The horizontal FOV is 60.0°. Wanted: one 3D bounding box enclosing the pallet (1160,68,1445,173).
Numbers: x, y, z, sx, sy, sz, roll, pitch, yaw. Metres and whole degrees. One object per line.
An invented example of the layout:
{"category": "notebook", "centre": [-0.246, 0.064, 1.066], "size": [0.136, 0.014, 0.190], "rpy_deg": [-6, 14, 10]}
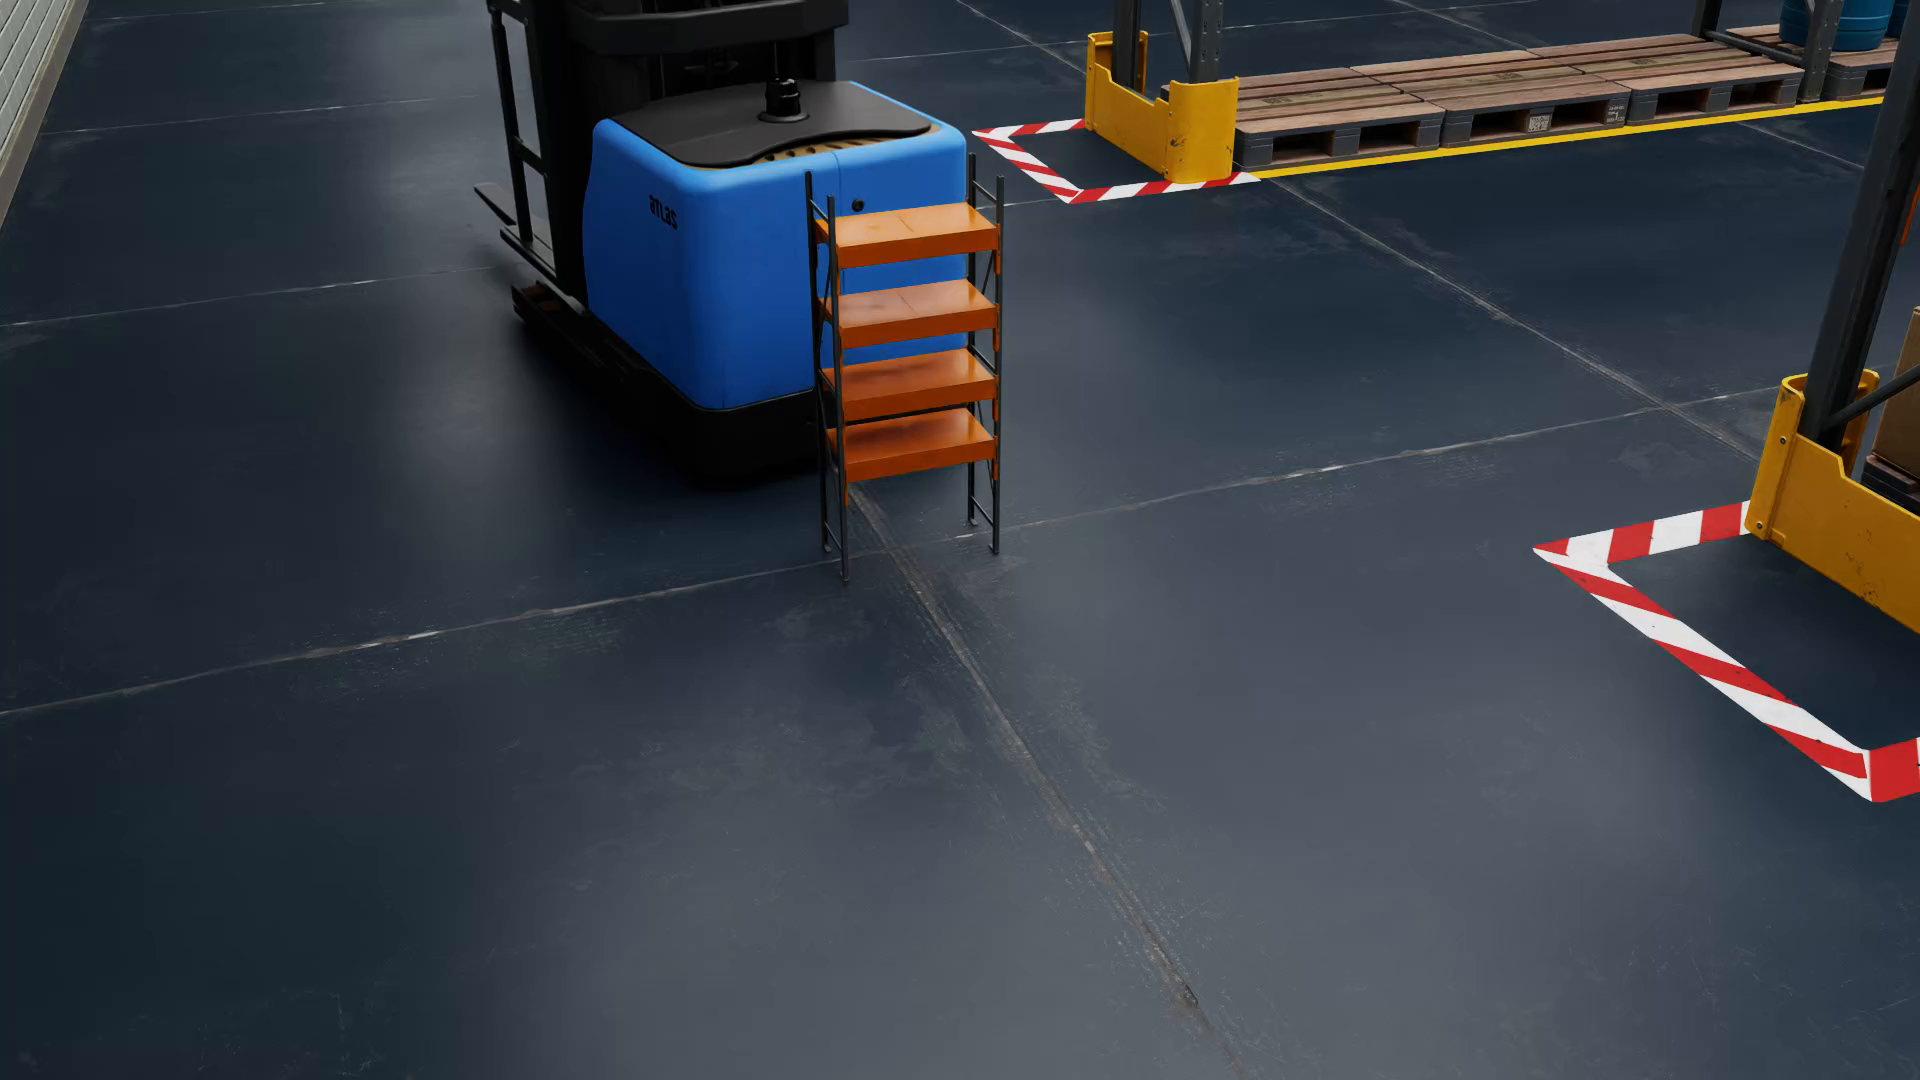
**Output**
{"category": "pallet", "centre": [1.848, -2.316, 9.102], "size": [1.213, 0.211, 1.003], "rpy_deg": [-10, 31, -18]}

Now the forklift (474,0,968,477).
{"category": "forklift", "centre": [-1.164, -2.172, 6.101], "size": [1.130, 2.935, 3.031], "rpy_deg": [-17, 34, -27]}

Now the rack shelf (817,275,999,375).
{"category": "rack shelf", "centre": [-0.155, -0.629, 4.825], "size": [0.480, 0.148, 0.258], "rpy_deg": [-10, 31, -18]}

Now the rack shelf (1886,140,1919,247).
{"category": "rack shelf", "centre": [4.660, -1.137, 4.943], "size": [4.000, 0.370, 1.077], "rpy_deg": [-10, 31, -18]}

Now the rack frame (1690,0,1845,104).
{"category": "rack frame", "centre": [4.811, -4.094, 9.405], "size": [0.127, 3.000, 1.000], "rpy_deg": [-10, 31, -18]}

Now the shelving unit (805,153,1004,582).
{"category": "shelving unit", "centre": [-0.155, -0.493, 4.903], "size": [0.503, 1.200, 0.258], "rpy_deg": [-10, 31, -18]}

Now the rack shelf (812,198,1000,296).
{"category": "rack shelf", "centre": [-0.155, -0.834, 4.708], "size": [0.480, 0.148, 0.258], "rpy_deg": [-10, 31, -18]}

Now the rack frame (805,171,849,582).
{"category": "rack frame", "centre": [-0.384, -0.451, 4.829], "size": [0.015, 1.200, 0.240], "rpy_deg": [-10, 31, -18]}

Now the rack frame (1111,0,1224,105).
{"category": "rack frame", "centre": [1.062, -3.403, 8.194], "size": [0.127, 3.000, 1.000], "rpy_deg": [-10, 31, -18]}

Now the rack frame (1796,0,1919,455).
{"category": "rack frame", "centre": [2.786, -1.105, 4.159], "size": [0.127, 3.000, 1.000], "rpy_deg": [-10, 31, -18]}

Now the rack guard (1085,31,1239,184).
{"category": "rack guard", "centre": [1.044, -2.307, 8.794], "size": [0.348, 0.500, 1.175], "rpy_deg": [-10, 31, -18]}

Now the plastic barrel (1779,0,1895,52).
{"category": "plastic barrel", "centre": [5.327, -3.451, 9.972], "size": [0.708, 0.901, 0.600], "rpy_deg": [-10, 31, -18]}

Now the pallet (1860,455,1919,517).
{"category": "pallet", "centre": [3.604, -0.044, 5.114], "size": [1.213, 0.211, 1.003], "rpy_deg": [-10, 31, -18]}

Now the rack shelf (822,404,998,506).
{"category": "rack shelf", "centre": [-0.155, -0.262, 5.034], "size": [0.480, 0.148, 0.258], "rpy_deg": [-10, 31, -18]}

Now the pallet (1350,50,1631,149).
{"category": "pallet", "centre": [2.990, -2.525, 9.468], "size": [1.213, 0.211, 1.003], "rpy_deg": [-10, 31, -18]}

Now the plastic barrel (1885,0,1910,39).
{"category": "plastic barrel", "centre": [5.990, -3.573, 10.186], "size": [0.708, 0.901, 0.600], "rpy_deg": [-10, 31, -18]}

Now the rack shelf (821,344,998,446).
{"category": "rack shelf", "centre": [-0.155, -0.434, 4.936], "size": [0.480, 0.148, 0.258], "rpy_deg": [-10, 31, -18]}

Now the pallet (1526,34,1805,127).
{"category": "pallet", "centre": [4.135, -2.737, 9.841], "size": [1.213, 0.211, 1.003], "rpy_deg": [-10, 31, -18]}

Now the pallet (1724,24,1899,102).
{"category": "pallet", "centre": [5.548, -2.996, 10.296], "size": [1.213, 0.211, 1.003], "rpy_deg": [-10, 31, -18]}

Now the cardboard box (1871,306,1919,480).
{"category": "cardboard box", "centre": [3.209, -0.418, 5.034], "size": [0.500, 0.500, 0.500], "rpy_deg": [-10, 31, -18]}

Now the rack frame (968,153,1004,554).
{"category": "rack frame", "centre": [0.074, -0.535, 4.977], "size": [0.015, 1.200, 0.240], "rpy_deg": [-10, 31, -18]}

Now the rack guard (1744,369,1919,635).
{"category": "rack guard", "centre": [2.857, -0.032, 4.800], "size": [0.348, 0.500, 1.175], "rpy_deg": [-10, 31, -18]}
